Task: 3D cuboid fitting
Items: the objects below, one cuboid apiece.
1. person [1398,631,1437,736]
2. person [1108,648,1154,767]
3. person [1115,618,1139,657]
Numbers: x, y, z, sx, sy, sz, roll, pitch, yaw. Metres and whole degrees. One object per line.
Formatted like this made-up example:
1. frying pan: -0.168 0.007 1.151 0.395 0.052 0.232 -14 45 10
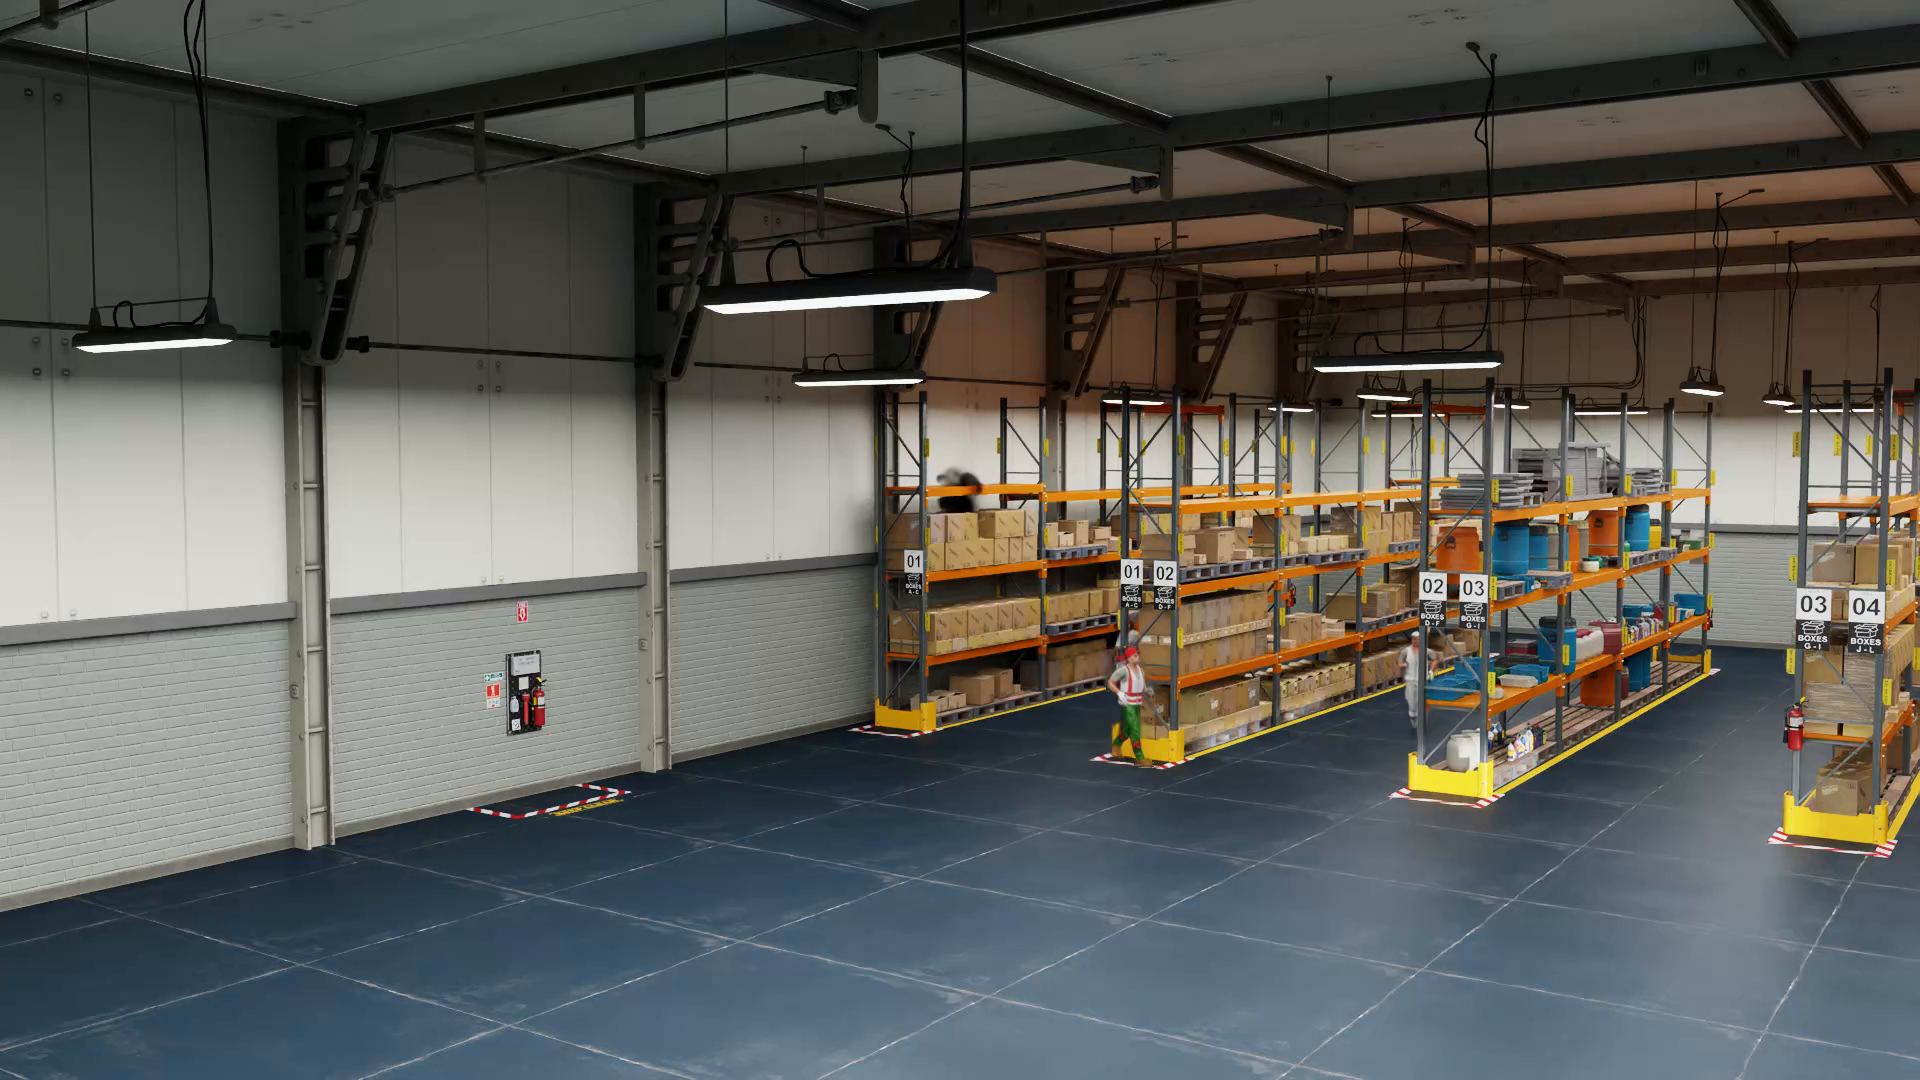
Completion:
1. person: 7.955 2.499 28.987 0.632 1.824 0.705 1 3 23
2. person: 2.607 2.539 25.558 0.665 1.782 0.939 -3 4 -41
3. person: 3.089 2.243 30.700 0.521 1.576 0.574 2 4 26
